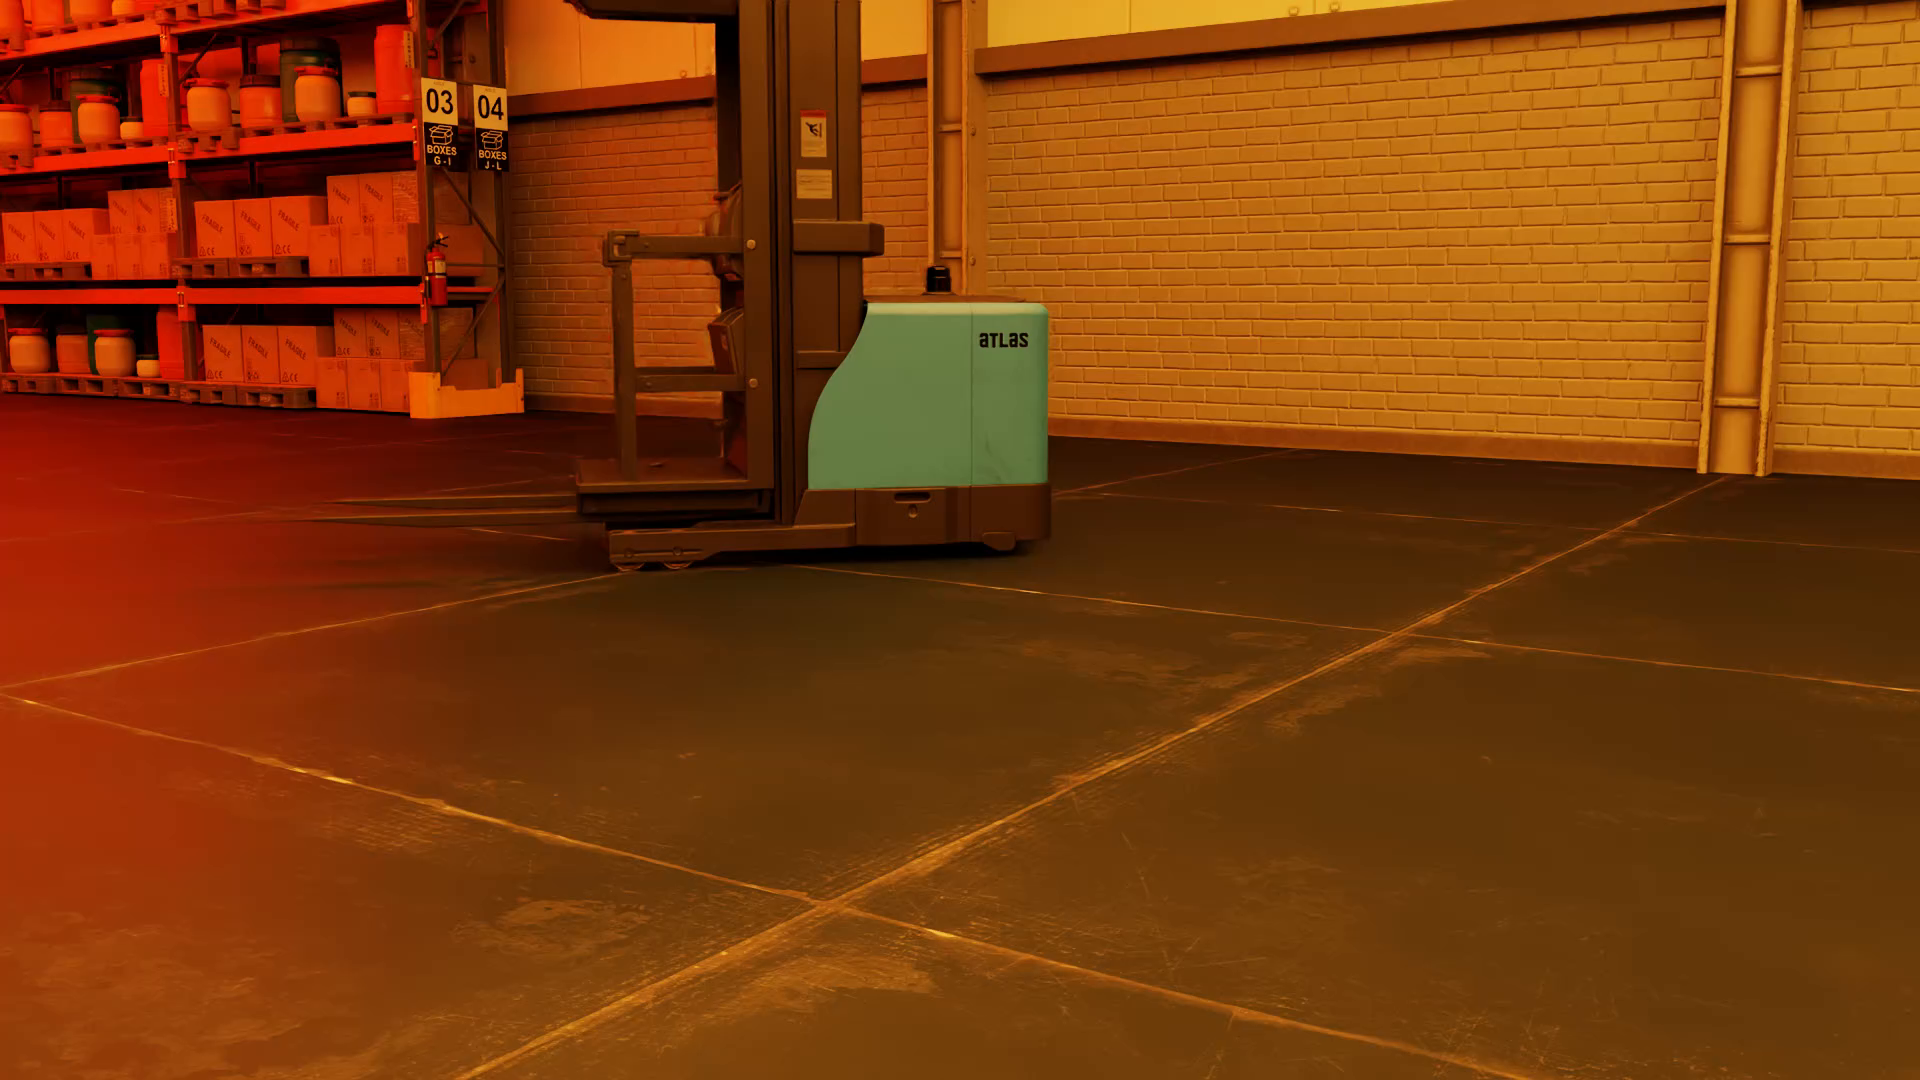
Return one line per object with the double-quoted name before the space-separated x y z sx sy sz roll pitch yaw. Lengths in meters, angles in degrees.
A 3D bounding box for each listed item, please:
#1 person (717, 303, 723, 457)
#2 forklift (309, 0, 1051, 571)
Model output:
"person" -1.023 -1.089 9.399 0.843 1.654 0.789 7 11 41
"forklift" -1.182 -1.406 7.078 3.031 2.935 1.130 -2 8 -13
